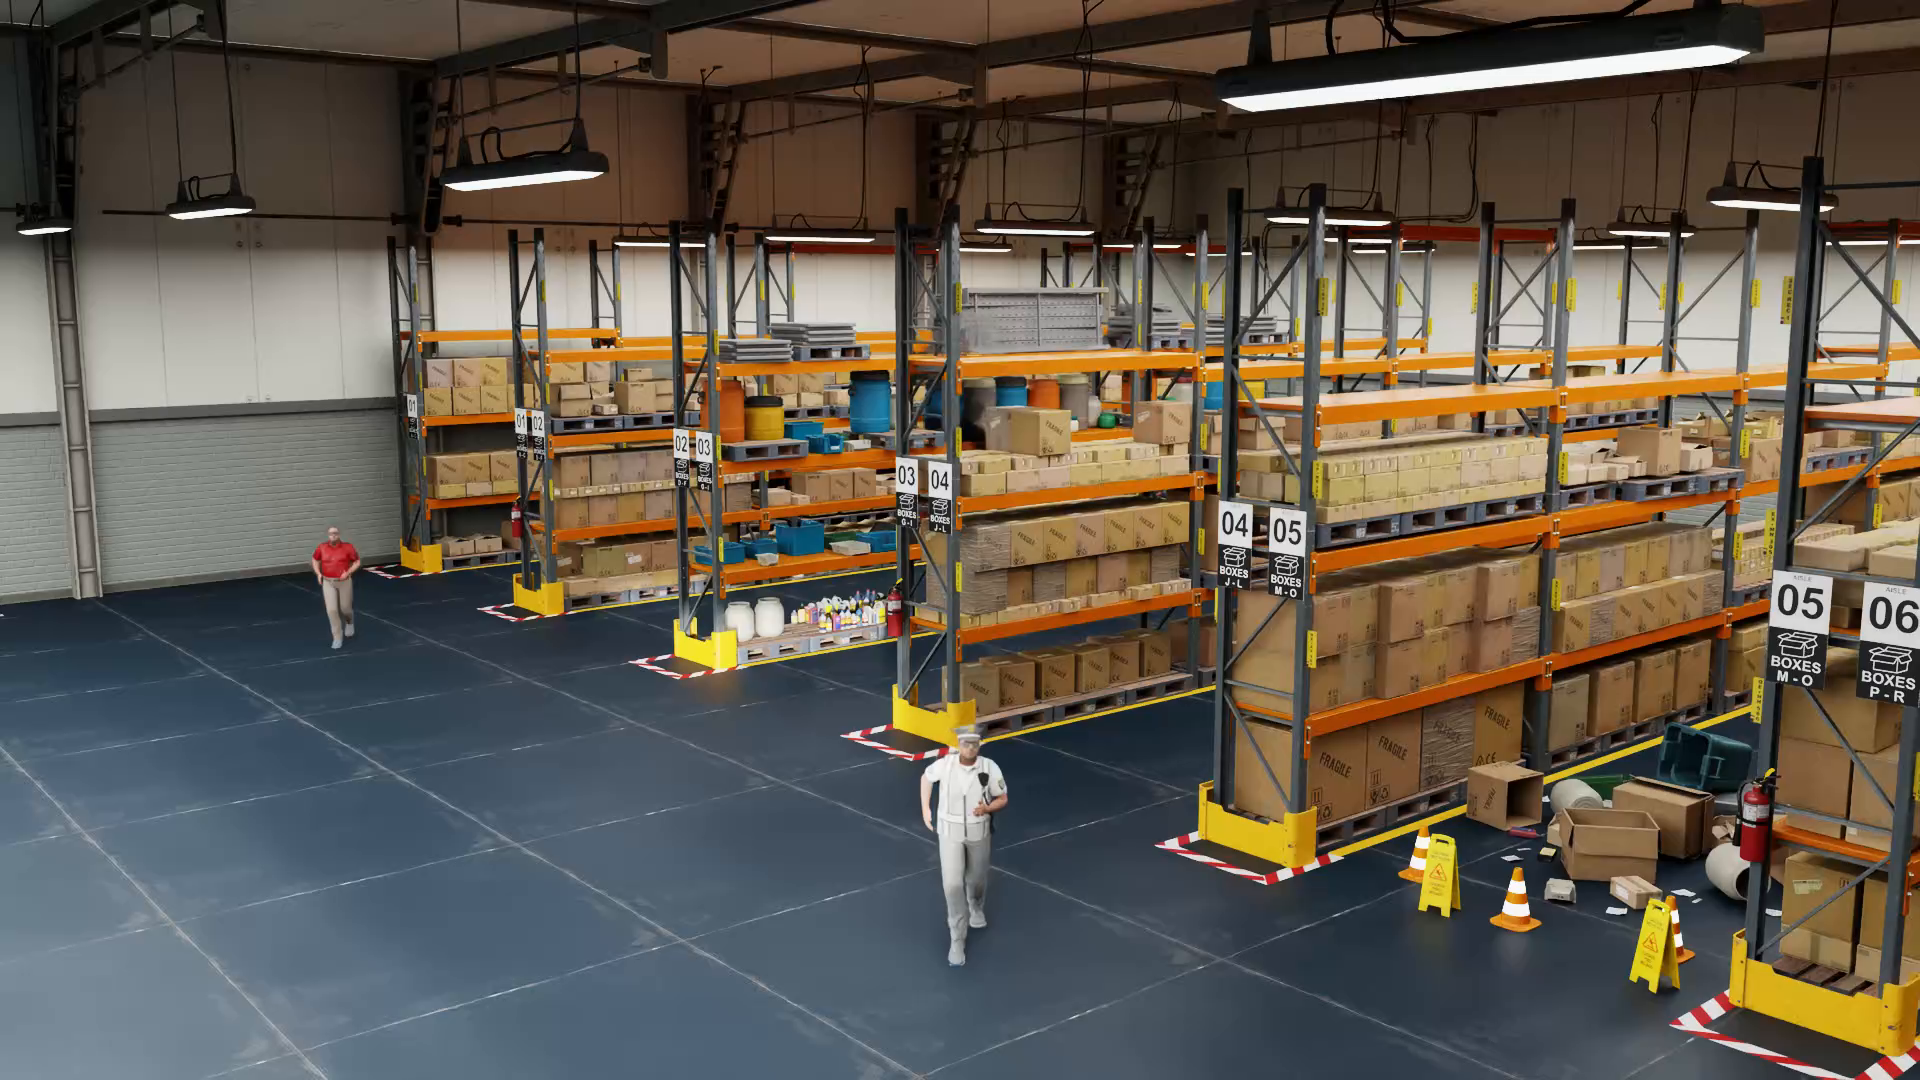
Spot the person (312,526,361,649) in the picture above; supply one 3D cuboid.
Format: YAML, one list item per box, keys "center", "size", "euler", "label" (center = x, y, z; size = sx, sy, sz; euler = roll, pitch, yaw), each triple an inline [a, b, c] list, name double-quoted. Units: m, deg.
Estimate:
- center: [-8.988, 0.651, 23.992]
  size: [0.670, 1.726, 0.780]
  euler: [-2, 9, -14]
  label: "person"

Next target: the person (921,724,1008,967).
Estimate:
- center: [0.042, 2.322, 13.006]
  size: [0.668, 1.808, 0.882]
  euler: [-1, 9, -4]
  label: "person"
